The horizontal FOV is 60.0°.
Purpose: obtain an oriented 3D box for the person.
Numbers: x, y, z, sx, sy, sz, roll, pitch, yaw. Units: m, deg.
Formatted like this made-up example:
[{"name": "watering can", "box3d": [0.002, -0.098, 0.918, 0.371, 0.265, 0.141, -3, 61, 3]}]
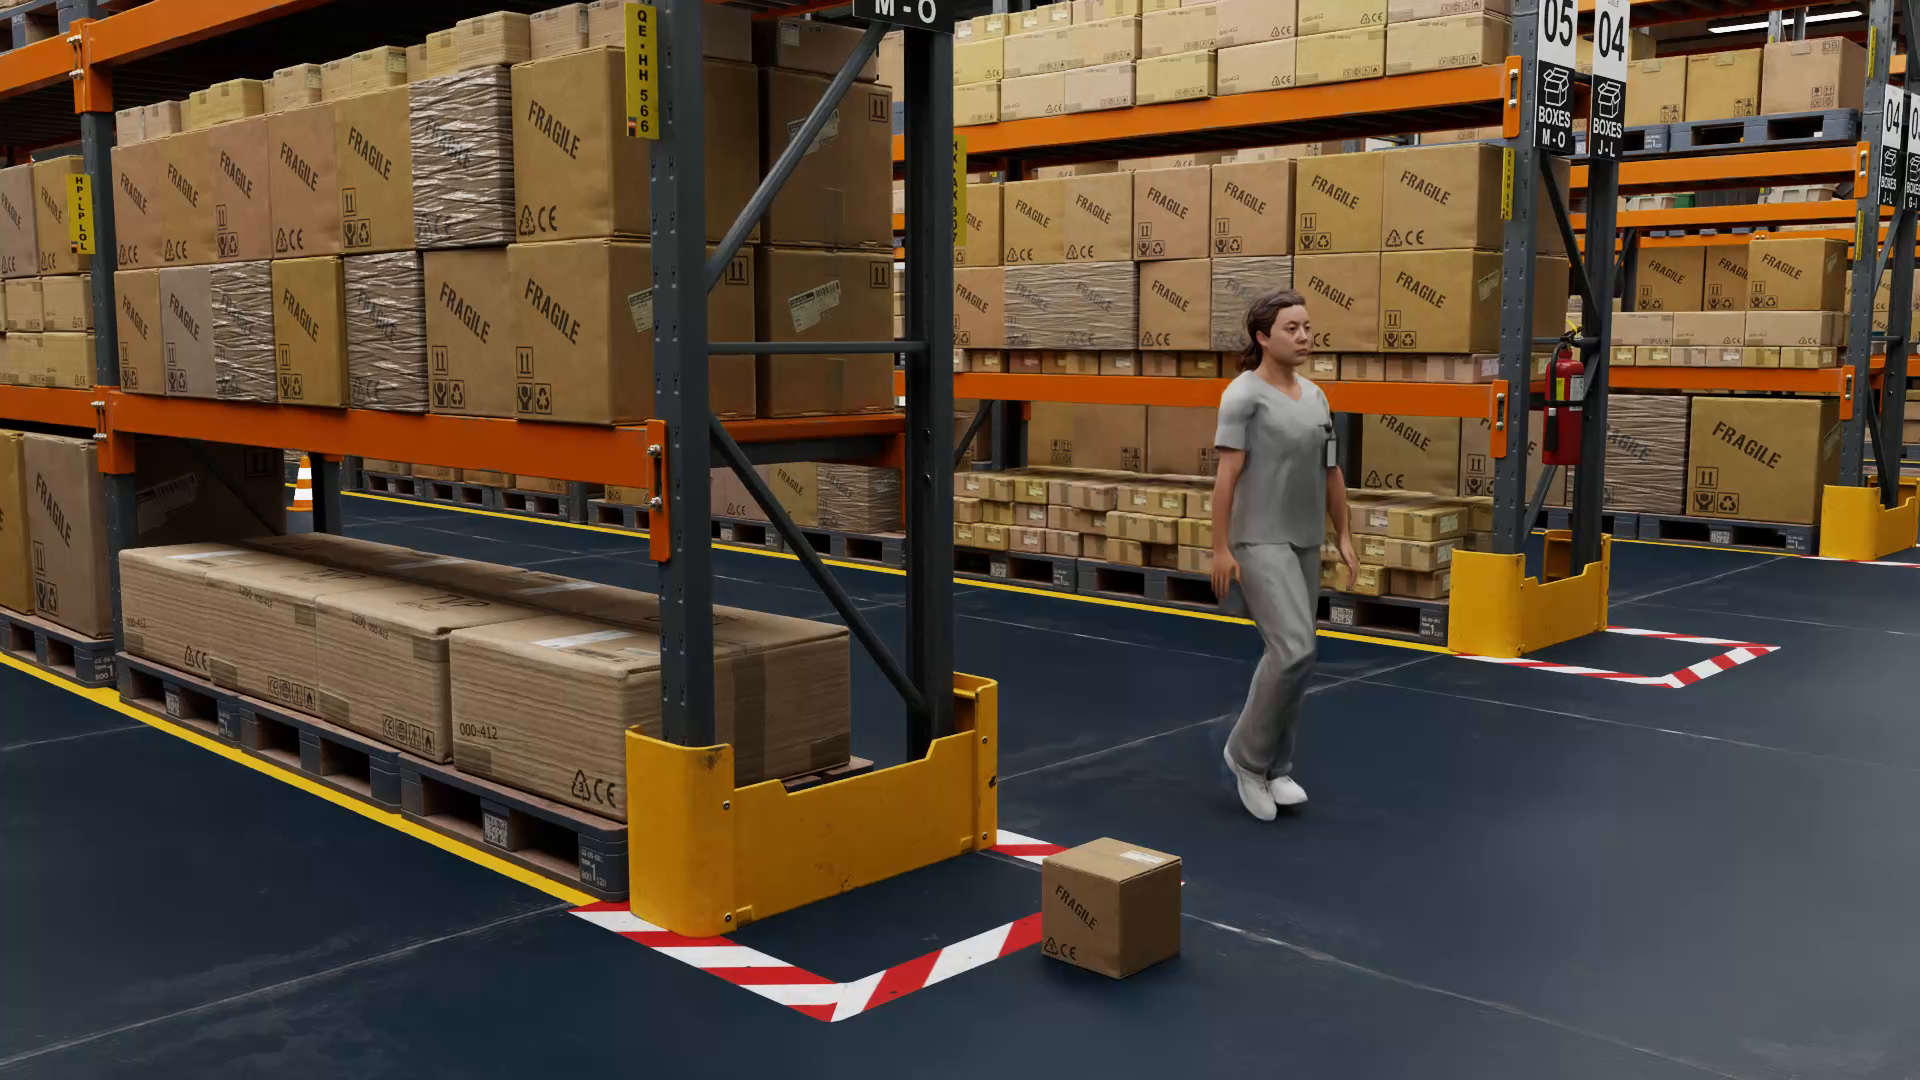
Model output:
[{"name": "person", "box3d": [1.027, 0.051, 5.314, 0.513, 1.690, 0.427, -5, 9, -37]}]
